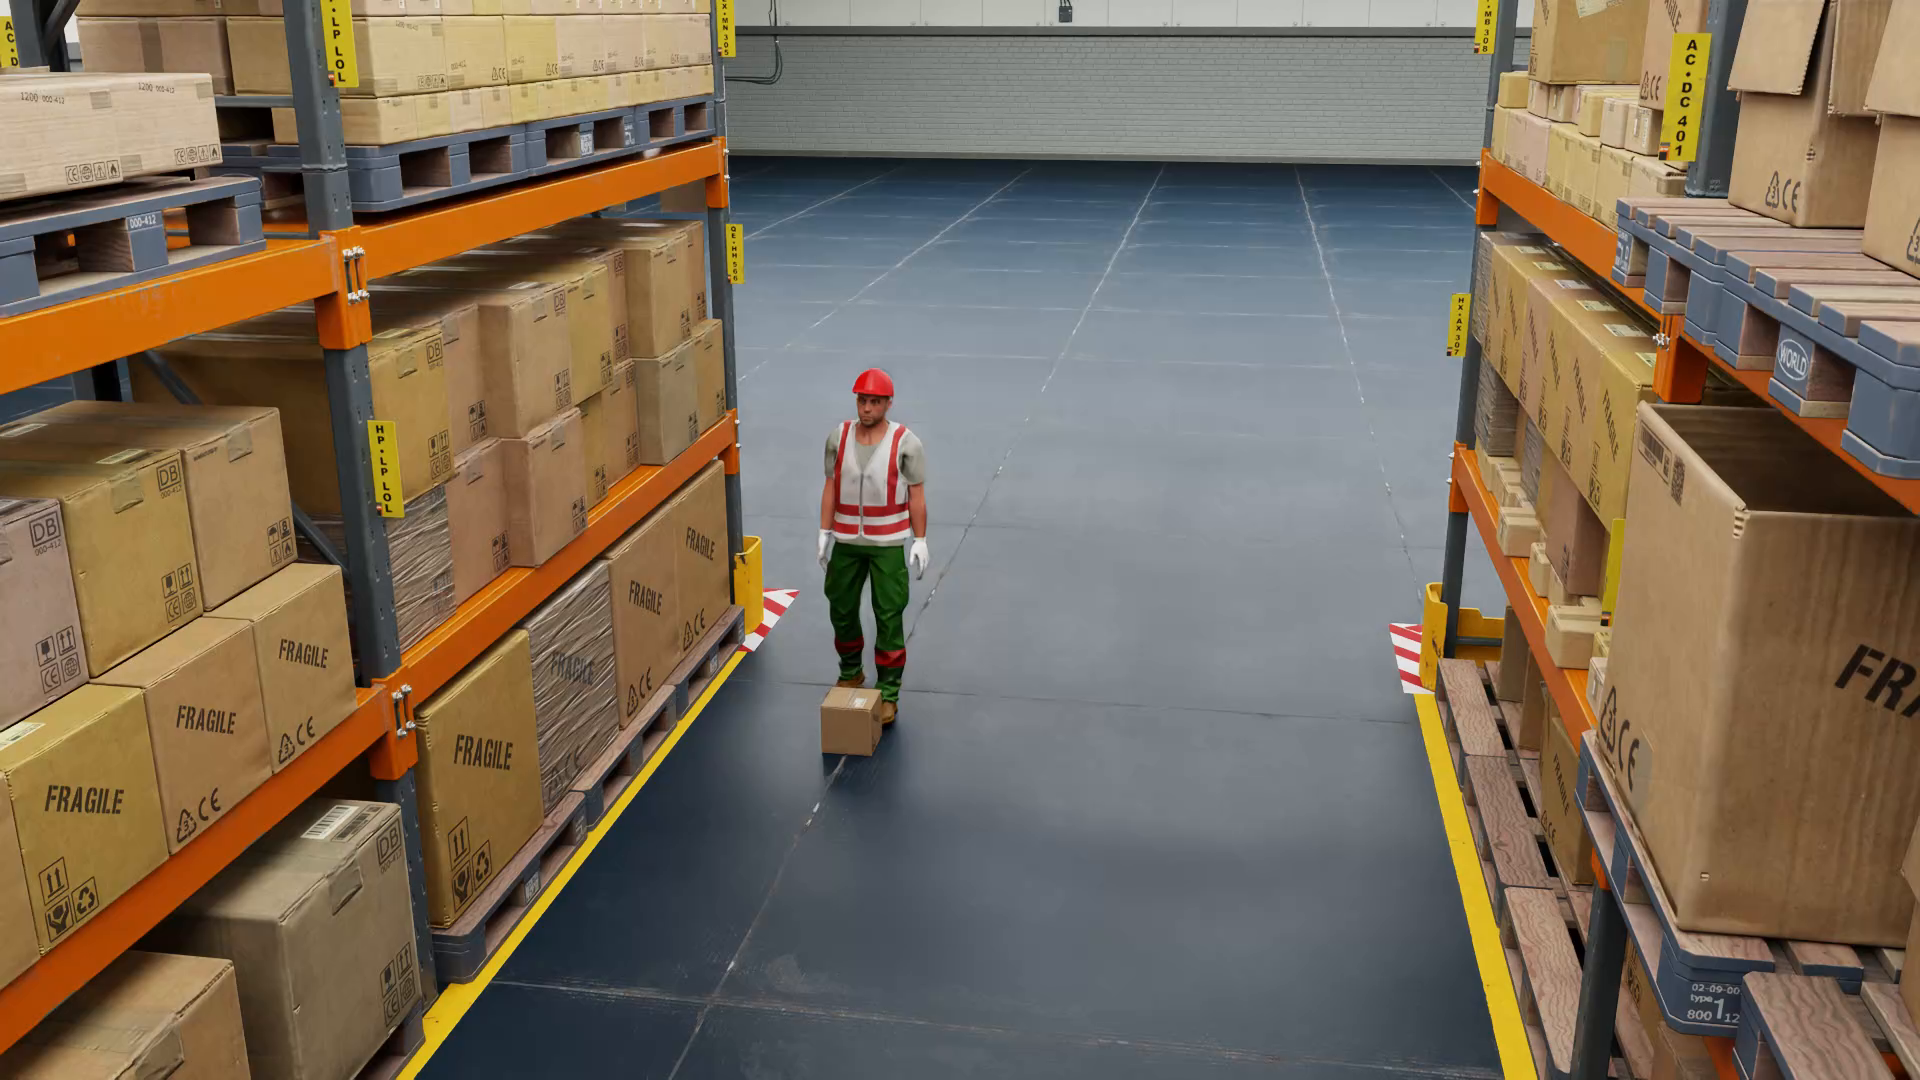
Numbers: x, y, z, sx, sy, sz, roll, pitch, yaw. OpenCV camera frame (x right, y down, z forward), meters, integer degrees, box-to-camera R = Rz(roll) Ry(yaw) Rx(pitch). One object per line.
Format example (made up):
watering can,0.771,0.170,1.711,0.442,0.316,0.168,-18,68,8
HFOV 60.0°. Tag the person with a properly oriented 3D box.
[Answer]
person,-0.436,0.050,8.442,0.550,1.848,0.447,3,18,9
